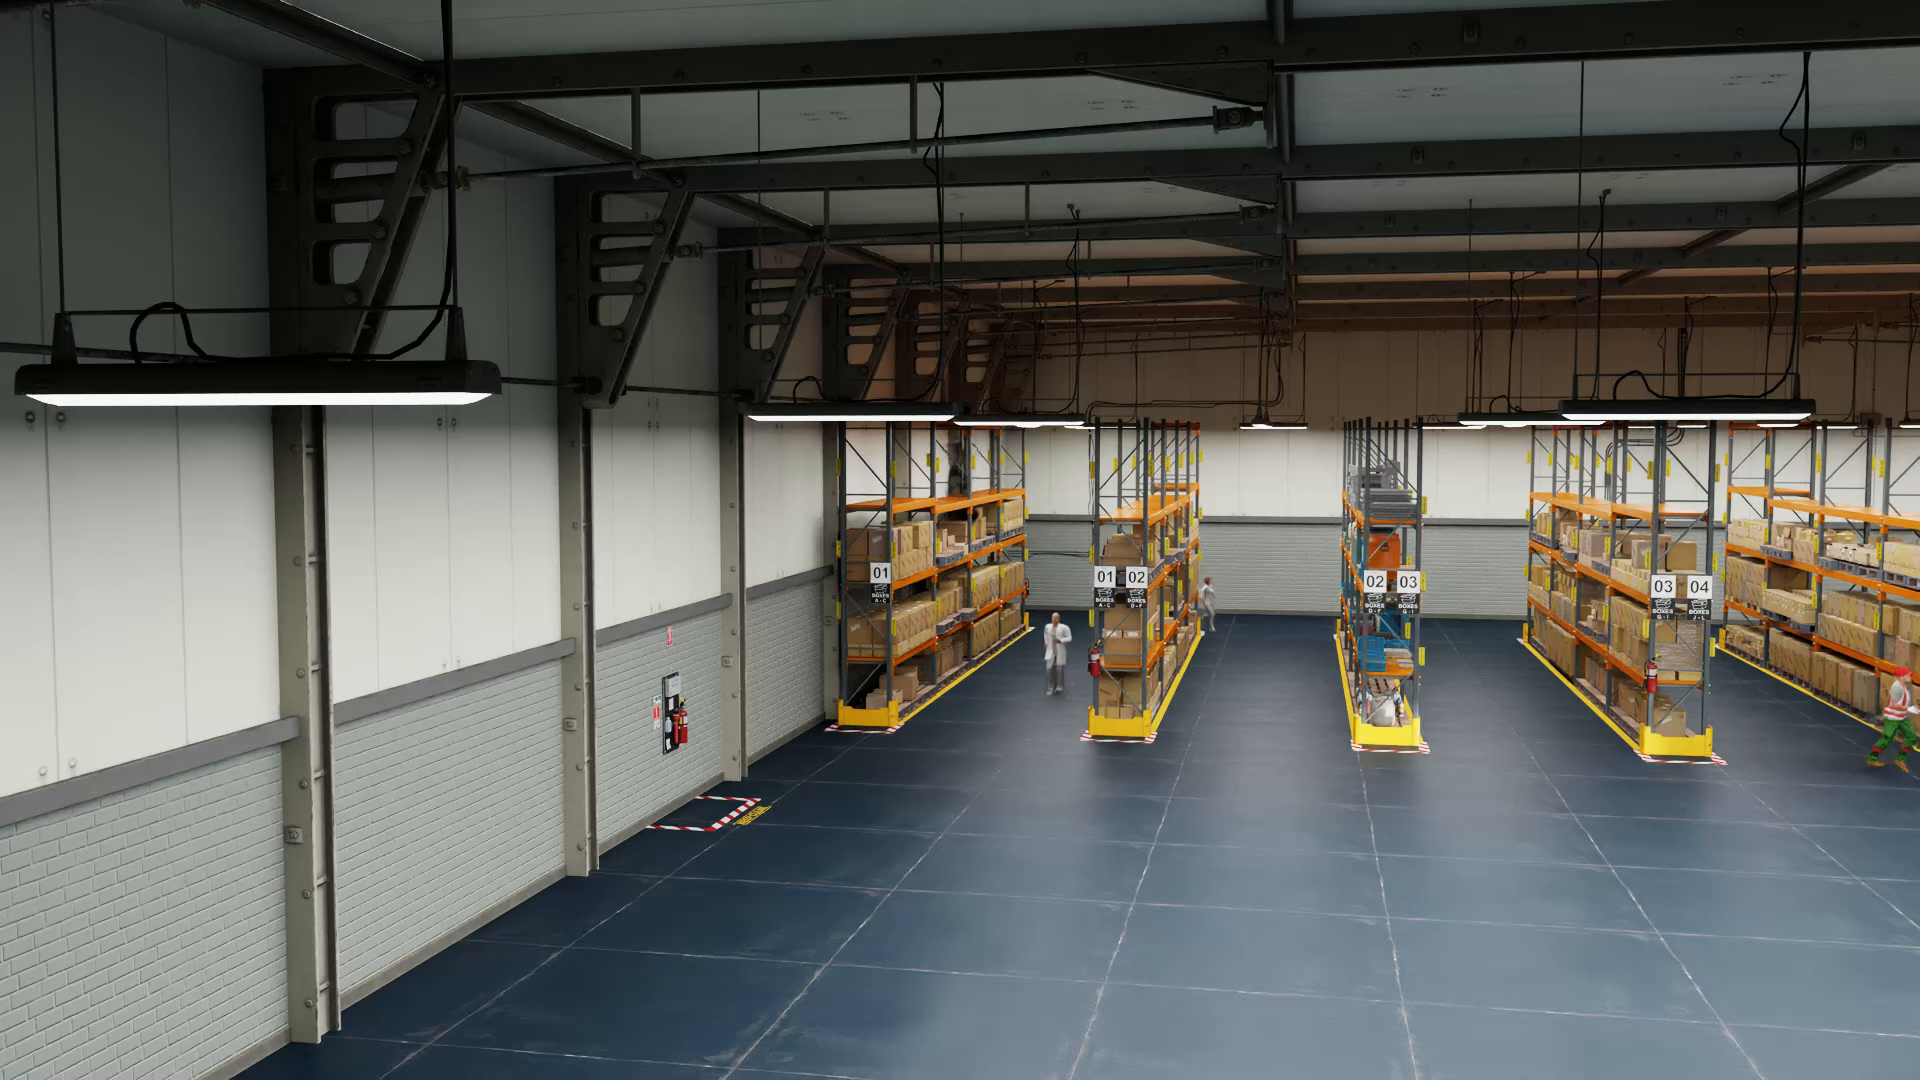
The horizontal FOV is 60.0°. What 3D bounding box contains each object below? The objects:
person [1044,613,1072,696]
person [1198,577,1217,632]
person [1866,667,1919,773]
[{"bbox_3d":[2.113,2.493,36.242,0.681,1.830,0.813,1,4,18],"label":"person"},{"bbox_3d":[7.093,1.849,47.858,0.679,1.594,0.575,2,4,31],"label":"person"},{"bbox_3d":[15.788,3.030,28.033,0.586,1.807,0.850,-3,5,-43],"label":"person"}]
